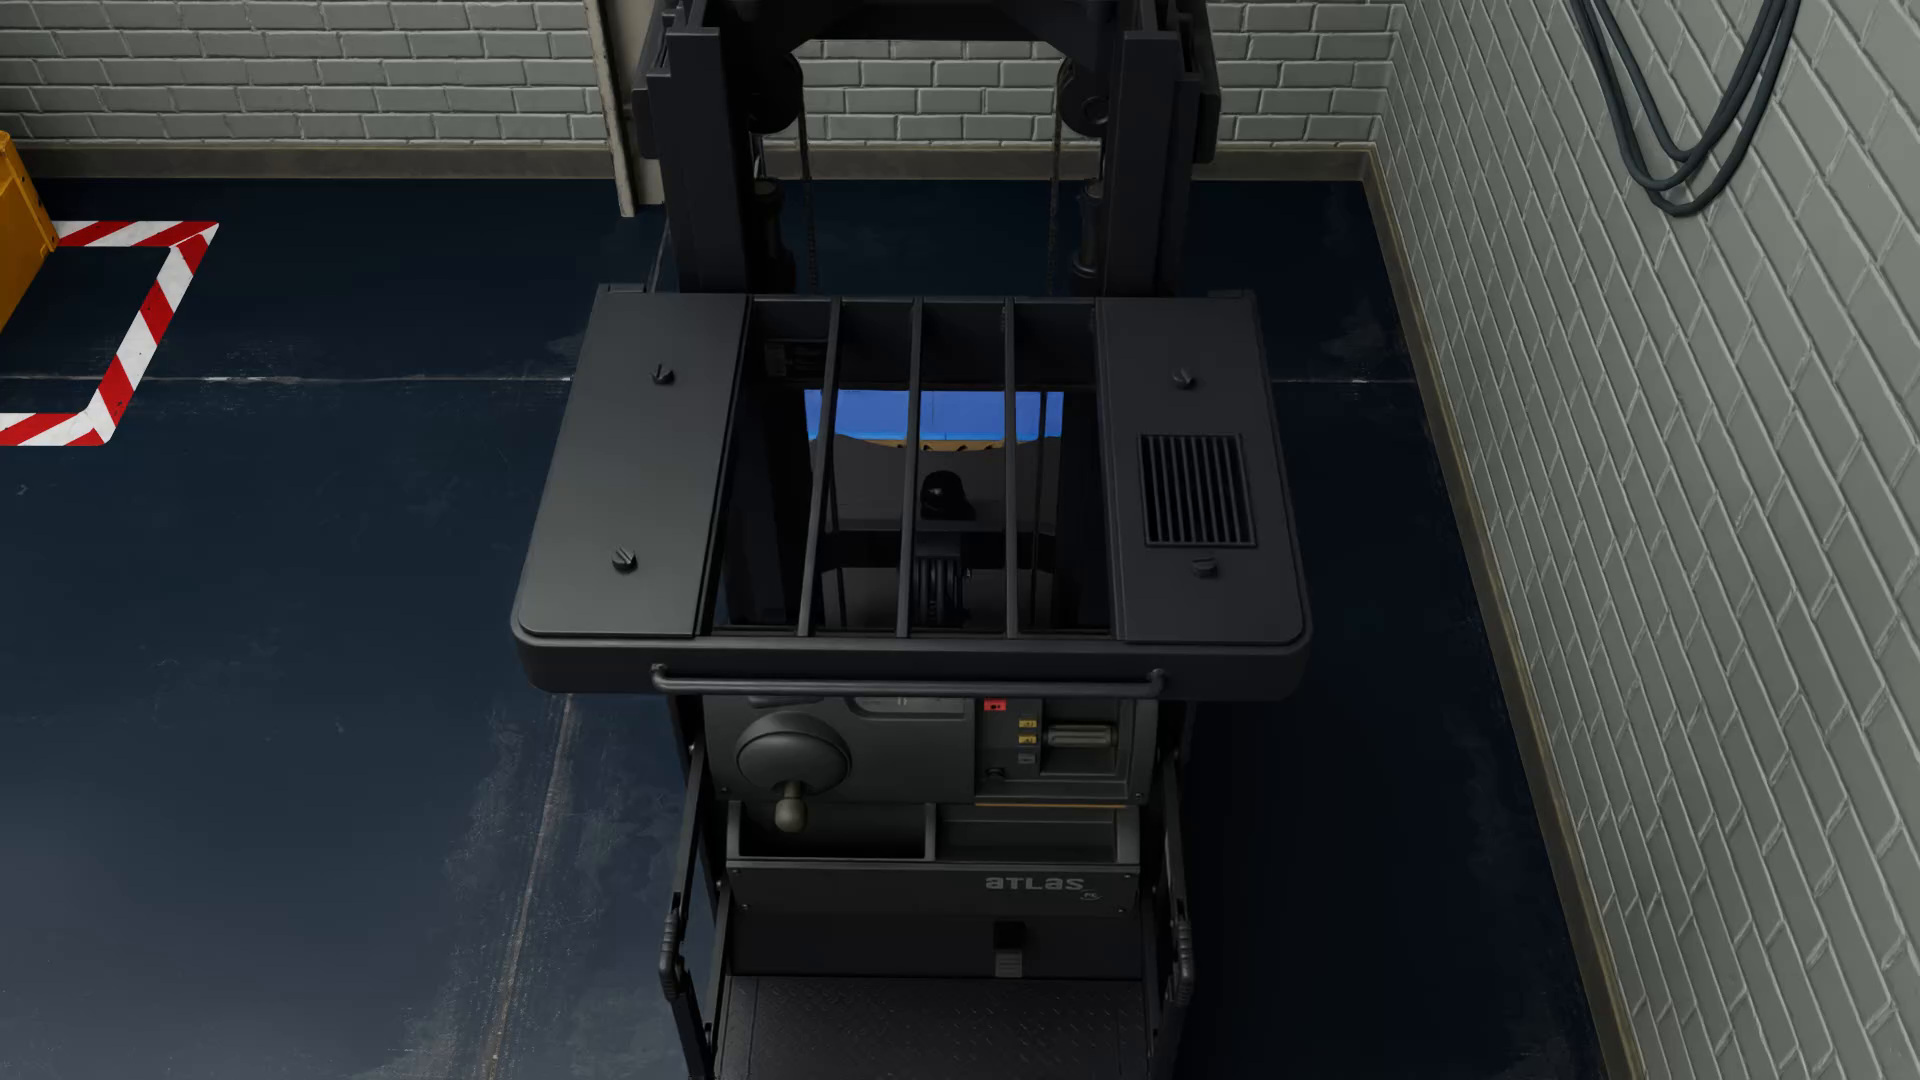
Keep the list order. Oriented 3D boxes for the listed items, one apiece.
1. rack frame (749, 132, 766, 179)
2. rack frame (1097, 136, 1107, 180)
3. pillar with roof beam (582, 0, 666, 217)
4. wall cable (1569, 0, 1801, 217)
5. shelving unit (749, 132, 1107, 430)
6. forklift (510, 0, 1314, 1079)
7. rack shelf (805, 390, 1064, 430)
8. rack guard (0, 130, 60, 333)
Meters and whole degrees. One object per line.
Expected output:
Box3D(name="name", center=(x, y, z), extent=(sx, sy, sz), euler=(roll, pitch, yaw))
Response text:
Box3D(name="rack frame", center=(-0.594, -0.513, 5.203), extent=(0.032, 1.500, 0.500), euler=(0, 47, 0))
Box3D(name="rack frame", center=(0.423, -0.510, 5.200), extent=(0.032, 1.500, 0.500), euler=(0, 47, 0))
Box3D(name="pillar with roof beam", center=(-1.247, -1.392, 0.898), extent=(0.400, 9.000, 9.100), euler=(0, 47, 0))
Box3D(name="wall cable", center=(1.720, -2.582, 4.127), extent=(0.112, 2.526, 3.097), euler=(0, 47, 0))
Box3D(name="shelving unit", center=(-0.085, -0.511, 5.201), extent=(1.048, 1.500, 0.538), euler=(0, 47, 0))
Box3D(name="forklift", center=(-0.060, 0.506, 3.276), extent=(1.130, 2.935, 3.031), euler=(1, 47, 1))
Box3D(name="rack shelf", center=(-0.085, -0.389, 5.333), extent=(1.000, 0.185, 0.538), euler=(0, 47, 0))
Box3D(name="rack guard", center=(-3.911, -1.022, 6.359), extent=(0.348, 0.500, 1.175), euler=(0, 47, 0))
